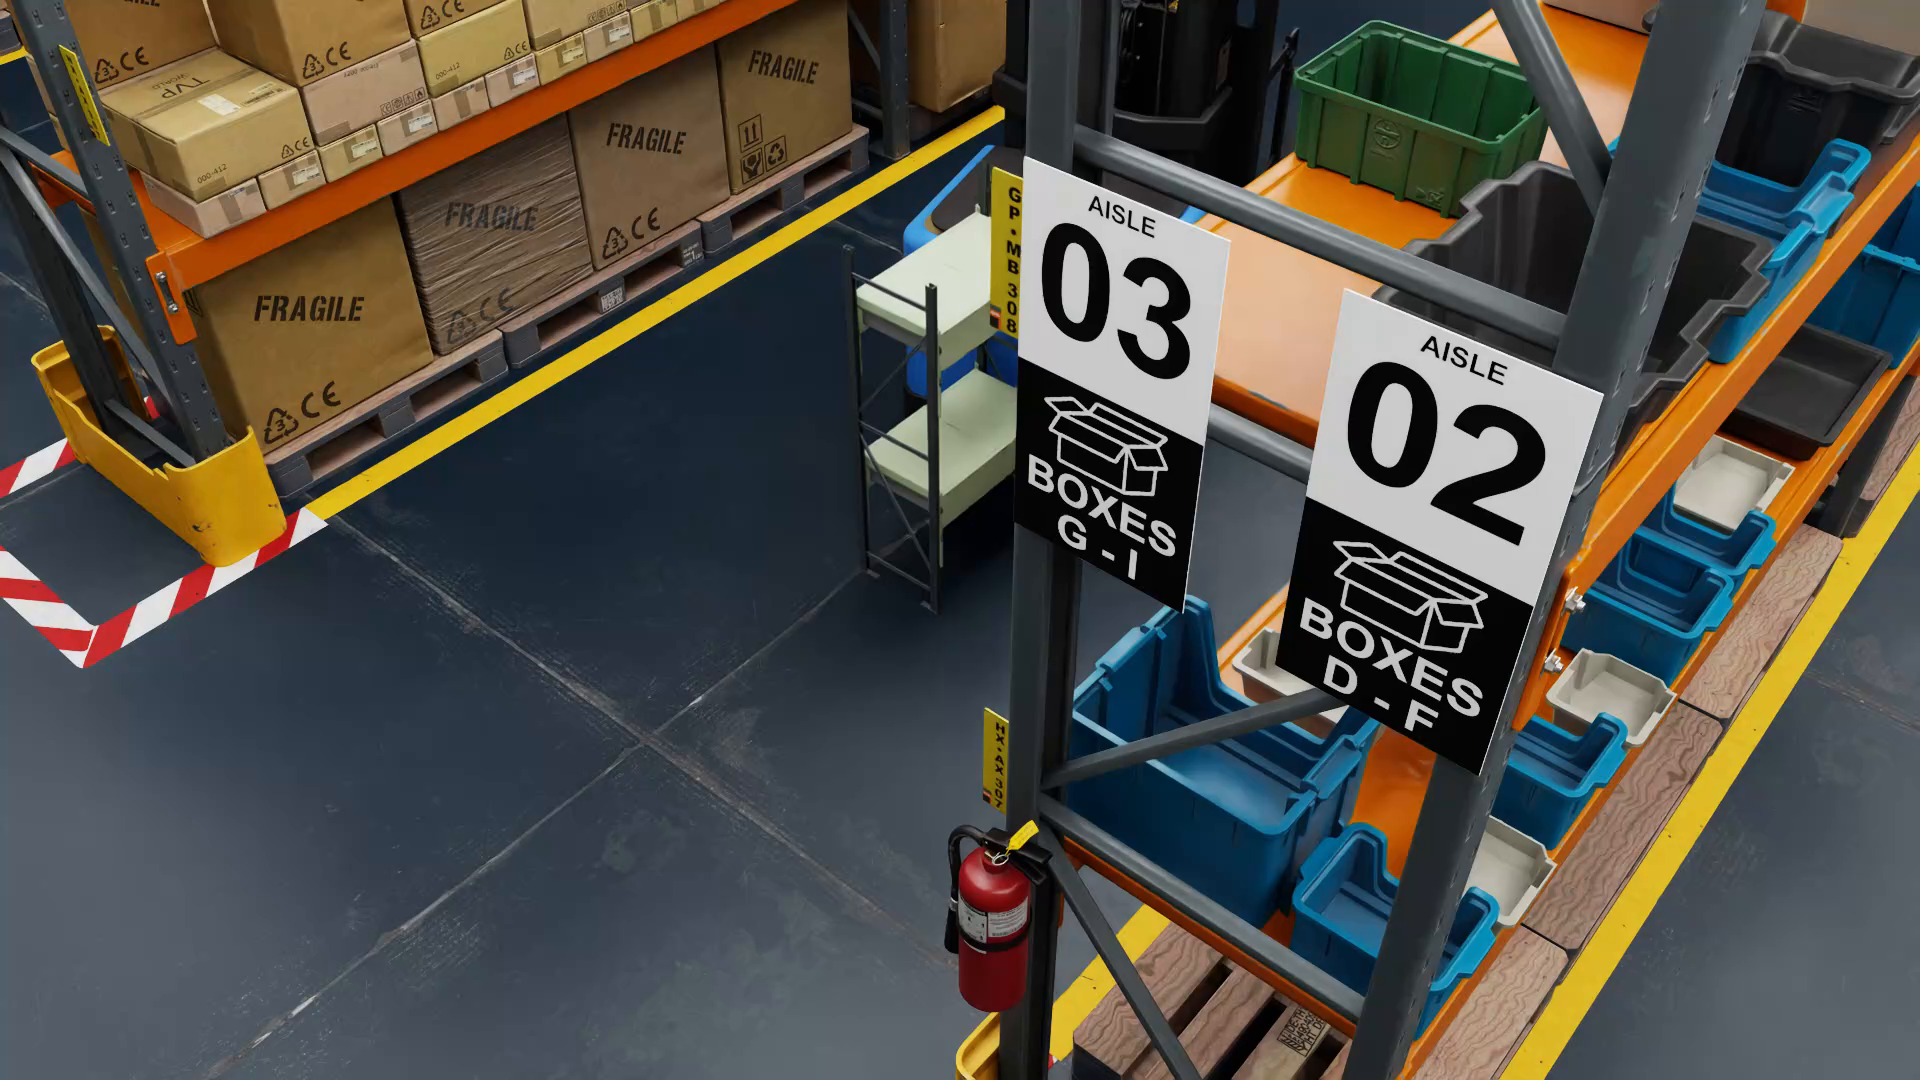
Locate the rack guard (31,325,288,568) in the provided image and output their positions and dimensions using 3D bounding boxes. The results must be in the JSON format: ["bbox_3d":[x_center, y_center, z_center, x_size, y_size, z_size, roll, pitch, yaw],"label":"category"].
[{"bbox_3d":[-3.281,-0.398,6.816,1.175,0.500,0.348,29,50,28],"label":"rack guard"}]

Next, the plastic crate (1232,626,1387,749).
[{"bbox_3d":[0.912,0.386,4.247,0.396,0.136,0.243,29,50,28],"label":"plastic crate"}]

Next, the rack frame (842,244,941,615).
[{"bbox_3d":[-0.235,-0.354,6.025,0.400,1.500,0.023,29,50,28],"label":"rack frame"}]

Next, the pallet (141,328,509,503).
[{"bbox_3d":[-2.811,-0.749,7.417,1.003,0.211,1.213,29,50,28],"label":"pallet"}]

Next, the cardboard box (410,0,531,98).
[{"bbox_3d":[-2.094,-2.048,6.663,0.500,0.250,0.500,28,49,27],"label":"cardboard box"}]

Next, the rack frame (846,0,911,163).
[{"bbox_3d":[-0.691,-3.395,8.254,1.000,3.000,0.127,29,50,28],"label":"rack frame"}]

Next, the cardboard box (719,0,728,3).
[{"bbox_3d":[-1.133,-2.606,7.573,0.380,0.149,0.250,30,50,29],"label":"cardboard box"}]

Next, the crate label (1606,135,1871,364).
[{"bbox_3d":[1.366,-0.581,3.040,0.408,0.251,0.502,29,50,28],"label":"crate label"}]

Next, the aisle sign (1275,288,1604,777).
[{"bbox_3d":[0.706,0.013,2.574,0.394,0.787,0.004,29,50,28],"label":"aisle sign"}]

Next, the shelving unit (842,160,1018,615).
[{"bbox_3d":[-0.003,-0.545,6.234,0.431,1.500,0.755,29,50,28],"label":"shelving unit"}]

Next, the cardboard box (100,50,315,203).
[{"bbox_3d":[-2.750,-1.520,6.083,0.500,0.250,0.500,28,49,27],"label":"cardboard box"}]

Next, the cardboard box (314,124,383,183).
[{"bbox_3d":[-2.456,-1.547,6.408,0.380,0.149,0.250,28,49,28],"label":"cardboard box"}]

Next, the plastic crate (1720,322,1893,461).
[{"bbox_3d":[2.585,-0.478,5.206,0.437,0.125,0.590,29,50,28],"label":"plastic crate"}]

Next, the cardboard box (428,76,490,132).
[{"bbox_3d":[-2.125,-1.812,6.700,0.380,0.149,0.250,29,49,28],"label":"cardboard box"}]

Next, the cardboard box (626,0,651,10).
[{"bbox_3d":[-1.434,-2.578,7.246,0.500,0.250,0.500,31,50,29],"label":"cardboard box"}]

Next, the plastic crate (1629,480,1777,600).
[{"bbox_3d":[1.977,0.032,4.565,0.416,0.233,0.300,29,50,28],"label":"plastic crate"}]

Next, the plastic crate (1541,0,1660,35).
[{"bbox_3d":[1.665,-1.375,3.998,0.437,0.136,0.530,29,50,28],"label":"plastic crate"}]

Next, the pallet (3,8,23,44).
[{"bbox_3d":[-5.613,-3.571,10.520,1.003,0.211,1.213,29,50,28],"label":"pallet"}]

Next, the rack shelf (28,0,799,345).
[{"bbox_3d":[-1.978,-2.099,7.363,1.077,0.370,4.000,29,50,28],"label":"rack shelf"}]

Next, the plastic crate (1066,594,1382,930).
[{"bbox_3d":[0.598,0.521,3.877,0.616,0.435,0.499,29,50,28],"label":"plastic crate"}]

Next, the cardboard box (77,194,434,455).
[{"bbox_3d":[-2.915,-1.069,6.963,0.875,0.875,0.875,29,50,28],"label":"cardboard box"}]

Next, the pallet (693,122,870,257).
[{"bbox_3d":[-1.241,-2.006,8.799,1.003,0.211,1.213,29,50,28],"label":"pallet"}]

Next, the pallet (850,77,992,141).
[{"bbox_3d":[-0.252,-2.793,9.665,1.003,0.211,1.213,29,50,28],"label":"pallet"}]

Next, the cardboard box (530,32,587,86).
[{"bbox_3d":[-1.796,-2.075,6.989,0.380,0.149,0.250,28,49,27],"label":"cardboard box"}]

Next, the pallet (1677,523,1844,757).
[{"bbox_3d":[2.656,0.177,6.399,1.003,0.211,1.213,29,50,28],"label":"pallet"}]

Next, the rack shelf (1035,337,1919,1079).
[{"bbox_3d":[1.813,0.045,5.005,1.077,0.370,4.000,29,50,28],"label":"rack shelf"}]

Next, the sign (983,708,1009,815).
[{"bbox_3d":[0.094,0.519,3.828,0.100,0.325,0.005,29,50,28],"label":"sign"}]

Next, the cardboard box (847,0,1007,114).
[{"bbox_3d":[-0.295,-3.102,9.200,1.225,0.875,0.875,30,50,29],"label":"cardboard box"}]

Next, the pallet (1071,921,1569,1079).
[{"bbox_3d":[1.086,1.433,5.017,1.003,0.211,1.213,29,50,28],"label":"pallet"}]

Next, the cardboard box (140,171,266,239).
[{"bbox_3d":[-2.785,-1.282,6.117,0.380,0.149,0.250,30,50,29],"label":"cardboard box"}]

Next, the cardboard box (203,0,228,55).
[{"bbox_3d":[-2.830,-2.015,6.627,0.500,0.250,0.500,29,50,28],"label":"cardboard box"}]

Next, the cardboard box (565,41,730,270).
[{"bbox_3d":[-1.756,-1.996,7.982,0.875,0.875,0.875,29,50,28],"label":"cardboard box"}]

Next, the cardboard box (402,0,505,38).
[{"bbox_3d":[-2.099,-2.324,6.410,0.500,0.500,0.500,28,49,27],"label":"cardboard box"}]

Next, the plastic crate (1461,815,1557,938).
[{"bbox_3d":[1.206,0.771,3.824,0.250,0.136,0.298,29,50,28],"label":"plastic crate"}]

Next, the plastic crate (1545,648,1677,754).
[{"bbox_3d":[1.643,0.421,4.208,0.250,0.136,0.298,29,50,28],"label":"plastic crate"}]

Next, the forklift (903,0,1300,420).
[{"bbox_3d":[0.866,-2.242,7.038,1.130,2.935,3.031,18,45,19],"label":"forklift"}]

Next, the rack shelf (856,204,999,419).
[{"bbox_3d":[-0.003,-0.833,5.972,0.431,0.370,0.720,29,50,28],"label":"rack shelf"}]

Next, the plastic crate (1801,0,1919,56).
[{"bbox_3d":[2.188,-1.264,3.769,0.437,0.282,0.530,29,50,28],"label":"plastic crate"}]

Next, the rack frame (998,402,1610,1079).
[{"bbox_3d":[0.525,0.809,3.630,1.000,3.000,0.127,29,50,28],"label":"rack frame"}]

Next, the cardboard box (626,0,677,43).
[{"bbox_3d":[-1.464,-2.341,7.282,0.380,0.149,0.250,29,50,28],"label":"cardboard box"}]
